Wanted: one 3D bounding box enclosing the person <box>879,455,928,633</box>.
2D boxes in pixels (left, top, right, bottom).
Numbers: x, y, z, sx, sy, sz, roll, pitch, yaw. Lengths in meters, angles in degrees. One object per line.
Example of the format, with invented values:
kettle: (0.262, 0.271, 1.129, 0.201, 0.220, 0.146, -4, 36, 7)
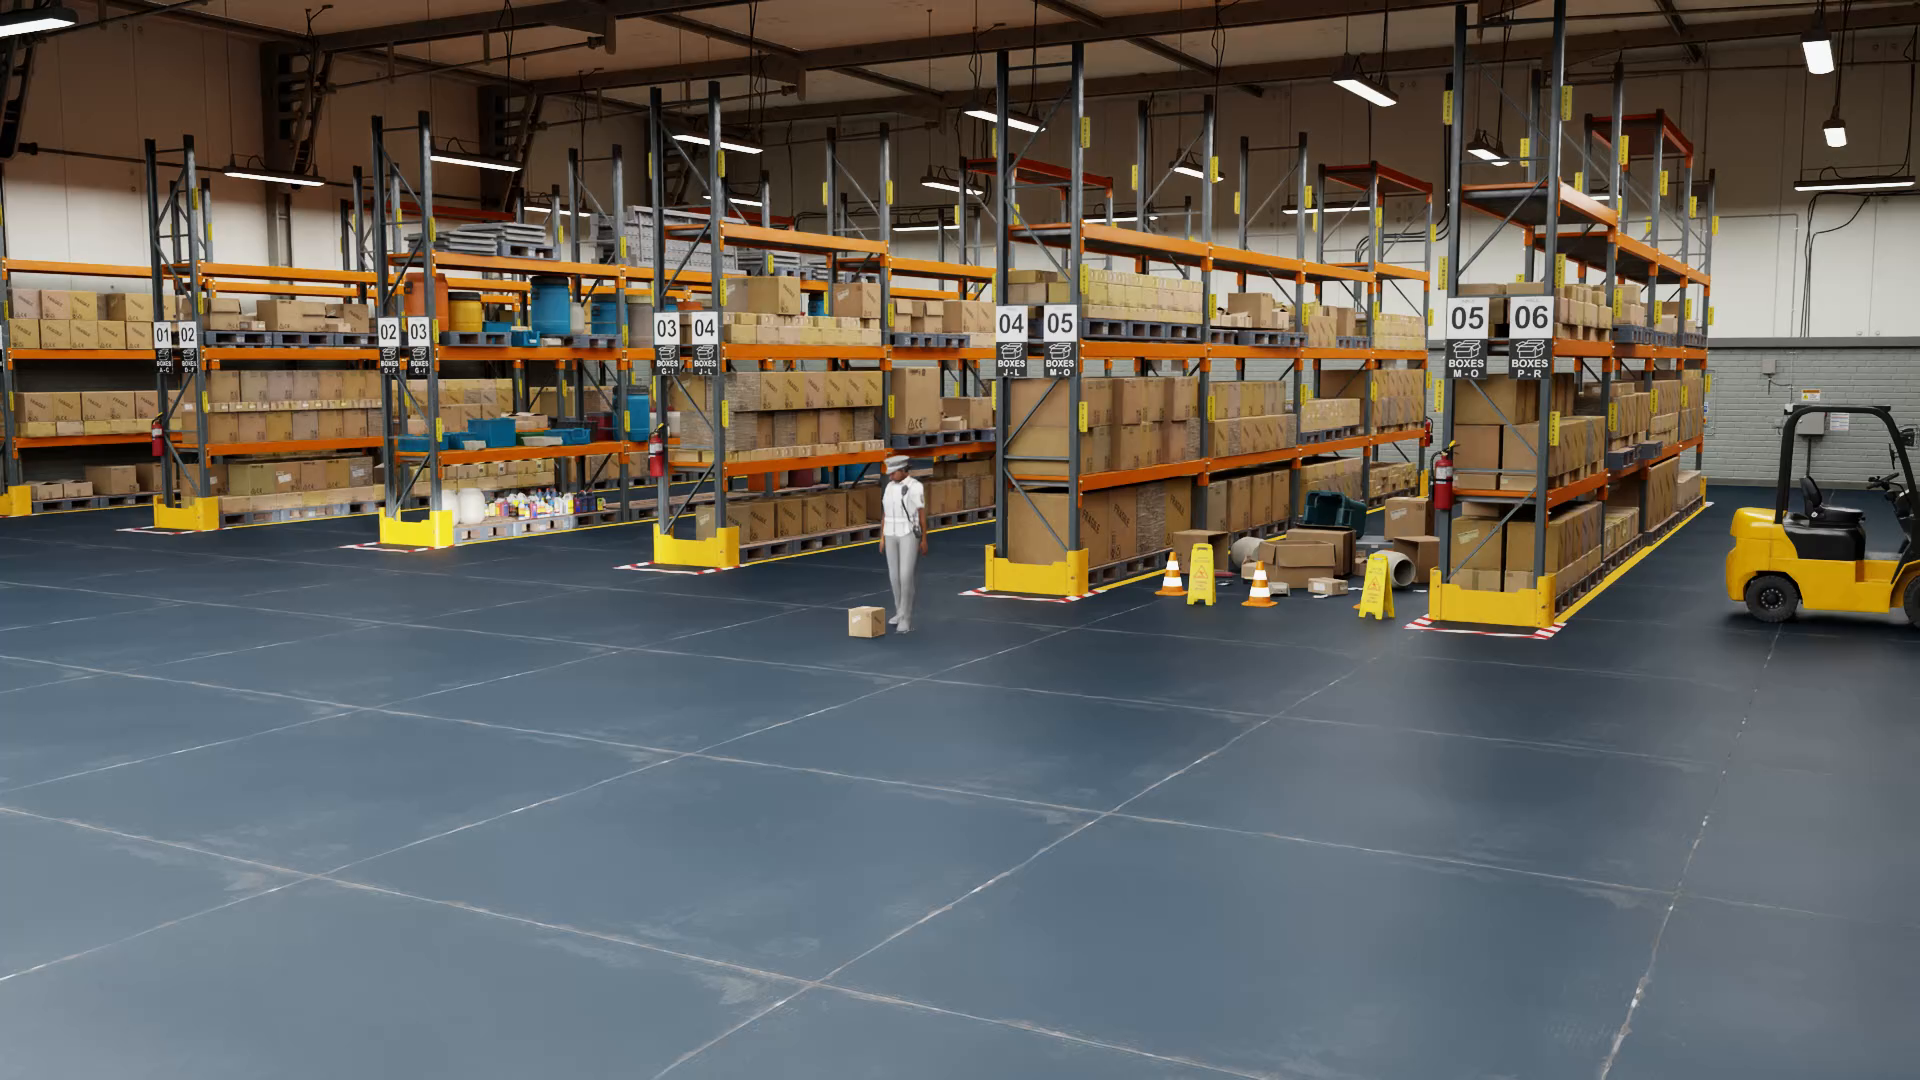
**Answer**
person: (-0.605, 0.030, 16.097, 0.501, 1.690, 0.544, 4, 7, 34)
